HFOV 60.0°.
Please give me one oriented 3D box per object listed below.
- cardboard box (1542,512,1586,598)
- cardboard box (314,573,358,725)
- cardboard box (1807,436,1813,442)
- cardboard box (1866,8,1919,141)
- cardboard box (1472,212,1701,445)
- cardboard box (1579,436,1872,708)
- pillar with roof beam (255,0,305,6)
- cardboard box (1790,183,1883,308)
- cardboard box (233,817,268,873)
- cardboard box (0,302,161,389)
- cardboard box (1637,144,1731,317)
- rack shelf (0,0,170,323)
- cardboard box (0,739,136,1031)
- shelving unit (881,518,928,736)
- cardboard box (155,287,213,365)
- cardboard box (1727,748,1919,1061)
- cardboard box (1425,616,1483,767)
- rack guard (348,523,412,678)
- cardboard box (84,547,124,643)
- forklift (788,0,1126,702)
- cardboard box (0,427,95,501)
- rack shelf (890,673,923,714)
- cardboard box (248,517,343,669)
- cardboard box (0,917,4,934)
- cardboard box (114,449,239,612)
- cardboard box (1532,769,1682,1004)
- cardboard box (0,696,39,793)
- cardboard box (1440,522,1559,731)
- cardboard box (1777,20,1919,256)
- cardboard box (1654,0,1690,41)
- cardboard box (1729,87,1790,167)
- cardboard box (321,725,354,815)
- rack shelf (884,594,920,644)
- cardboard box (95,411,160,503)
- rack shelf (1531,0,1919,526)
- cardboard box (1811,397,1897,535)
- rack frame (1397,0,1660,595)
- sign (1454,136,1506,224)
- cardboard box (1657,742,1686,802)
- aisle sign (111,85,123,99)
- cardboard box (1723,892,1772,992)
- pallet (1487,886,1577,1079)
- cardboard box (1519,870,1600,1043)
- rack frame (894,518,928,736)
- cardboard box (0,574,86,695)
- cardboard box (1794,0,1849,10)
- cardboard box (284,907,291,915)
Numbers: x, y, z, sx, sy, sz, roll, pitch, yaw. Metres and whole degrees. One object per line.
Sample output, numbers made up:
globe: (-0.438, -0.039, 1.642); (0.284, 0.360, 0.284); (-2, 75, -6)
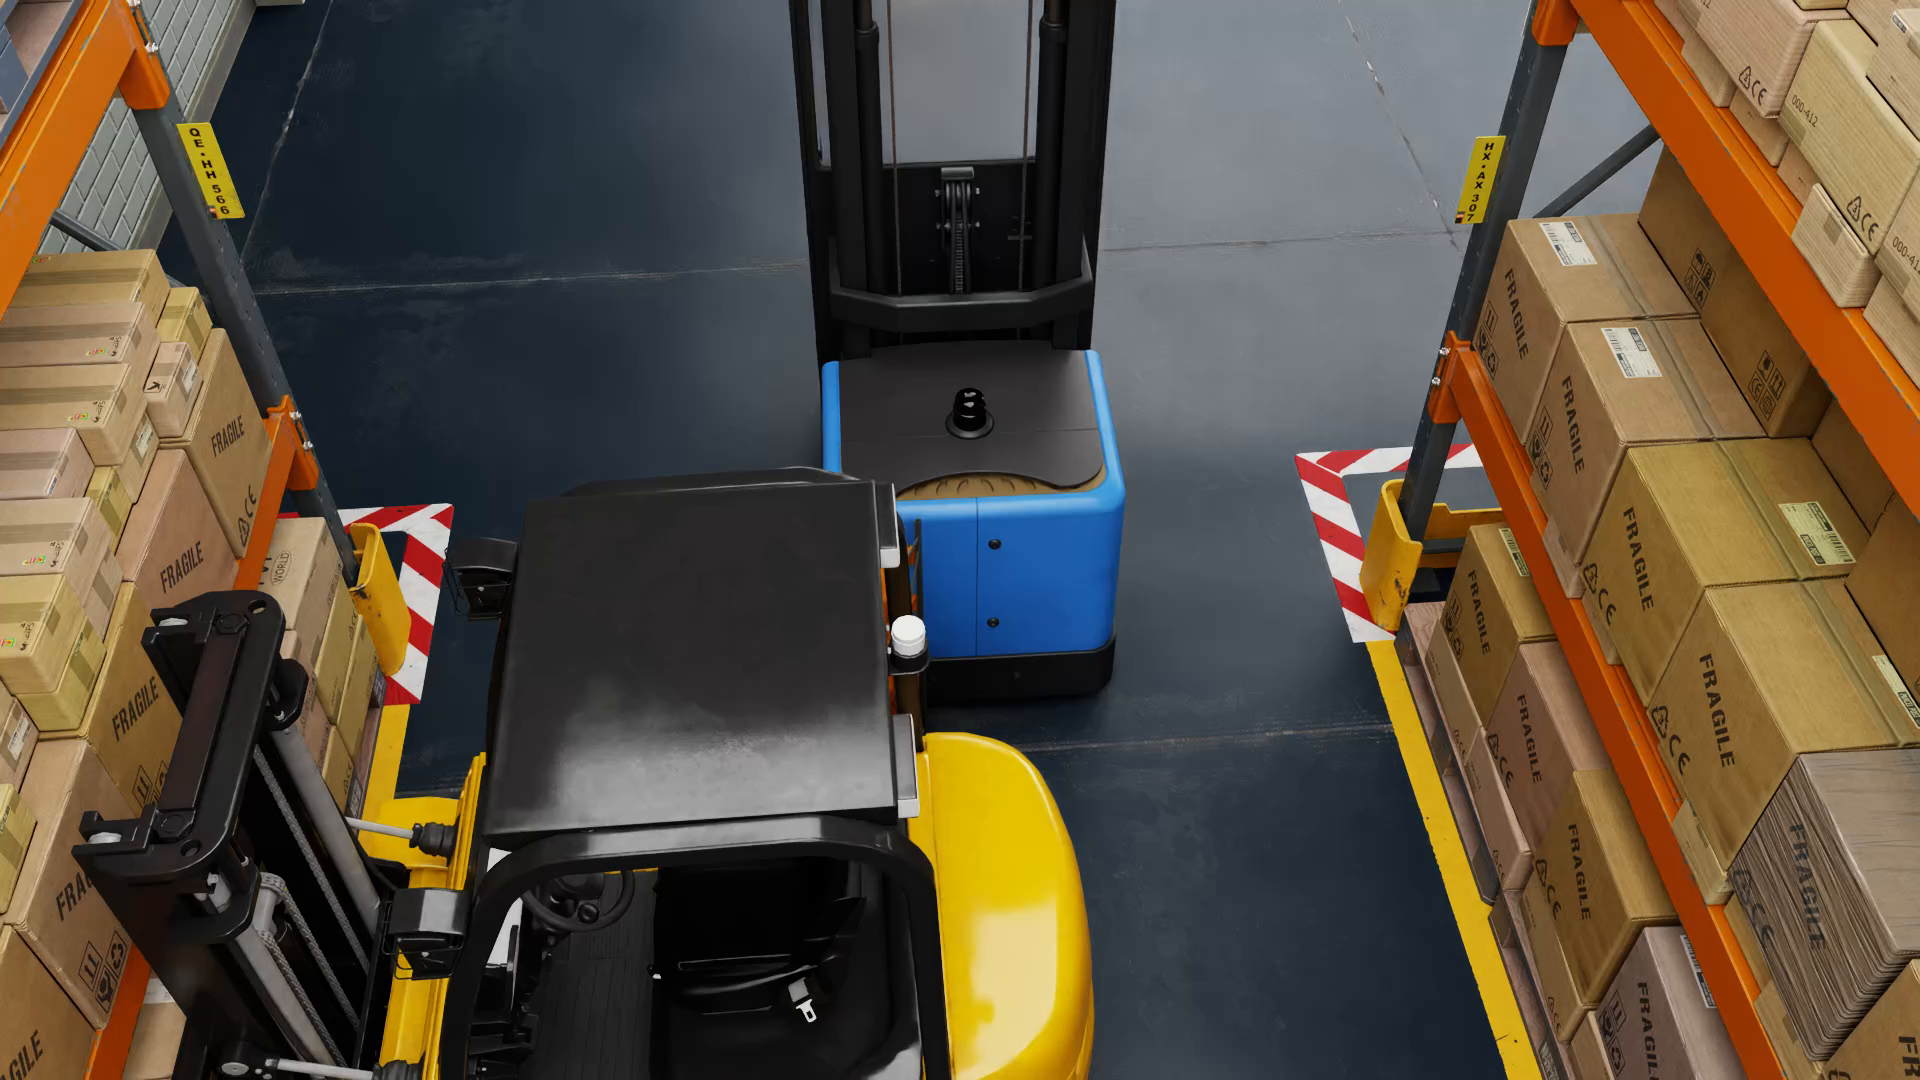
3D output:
cardboard box: (1.977, 0.027, 4.968); (0.380, 0.149, 0.250); (-3, 47, -3)
cardboard box: (-2.391, 0.384, 5.717); (0.500, 0.250, 0.500); (-4, 47, -4)
cardboard box: (2.560, -0.281, 4.813); (0.500, 0.500, 0.500); (-3, 47, -3)
cardboard box: (2.029, -0.913, 3.243); (0.380, 0.149, 0.250); (-2, 47, -2)
cardboard box: (1.966, -0.660, 5.172); (0.500, 0.500, 0.500); (-4, 47, -4)
cardboard box: (2.057, 0.083, 4.468); (0.500, 0.500, 0.500); (-4, 47, -4)
pillar with roof beam: (0.205, -6.685, 7.020); (9.100, 9.000, 0.400); (-3, 47, -3)
cardboard box: (2.019, -0.633, 3.527); (0.380, 0.149, 0.250); (-3, 47, -3)
cardboard box: (-2.293, 0.927, 4.859); (0.500, 0.250, 0.500); (-3, 47, -3)
cardboard box: (-2.451, -0.515, 4.588); (0.380, 0.149, 0.250); (-3, 47, -3)
cardboard box: (2.463, -1.007, 4.812); (0.700, 0.500, 0.500); (-5, 47, -4)
rack shelf: (-2.576, 0.085, 3.170); (1.077, 0.370, 4.000); (-3, 47, -3)
cardboard box: (-2.310, 0.837, 3.959); (0.500, 0.500, 0.500); (-3, 47, -3)
shelving unit: (-0.399, 0.357, 5.719); (0.503, 1.200, 0.258); (15, 49, 14)
cardboard box: (-2.435, -0.602, 4.875); (0.380, 0.149, 0.250); (-3, 47, -3)
cardboard box: (2.155, 0.821, 3.769); (0.500, 0.500, 0.500); (-2, 47, -2)
cardboard box: (1.995, 0.519, 5.934); (0.500, 0.250, 0.500); (-4, 47, -4)
rack guard: (-2.745, 0.264, 6.292); (1.175, 0.500, 0.348); (-3, 47, -3)
cardboard box: (-2.344, 0.143, 4.169); (0.380, 0.149, 0.250); (-5, 47, -5)
forklift: (-0.042, -1.460, 6.250); (1.130, 2.935, 3.031); (-3, 47, -3)
cardboard box: (-2.456, -0.143, 4.235); (0.380, 0.149, 0.250); (-3, 47, -3)
rack shelf: (-0.397, 0.538, 5.914); (0.480, 0.148, 0.258); (15, 49, 14)
cardboard box: (-2.394, 0.193, 5.553); (0.500, 0.250, 0.500); (-2, 47, -2)
cardboard box: (-2.251, 0.884, 3.468); (0.380, 0.149, 0.250); (-5, 47, -5)
cardboard box: (-2.406, 0.103, 4.654); (0.500, 0.500, 0.500); (-2, 47, -2)
cardboard box: (2.079, 1.020, 4.943); (0.500, 0.500, 0.500); (-3, 47, -3)
cardboard box: (-2.372, 0.511, 3.821); (0.380, 0.149, 0.250); (-4, 47, -4)
cardboard box: (1.997, 0.278, 5.645); (0.500, 0.500, 0.500); (-5, 47, -5)
cardboard box: (2.080, -0.847, 3.456); (0.500, 0.250, 0.500); (-2, 47, -2)
cardboard box: (2.018, -1.383, 4.238); (0.380, 0.149, 0.250); (-5, 47, -5)
cardboard box: (2.051, -1.012, 3.886); (0.380, 0.149, 0.250); (-4, 47, -4)
cardboard box: (-2.357, 0.904, 5.569); (0.500, 0.250, 0.500); (-3, 47, -3)
rack shelf: (-0.399, 0.251, 5.604); (0.480, 0.148, 0.258); (15, 49, 14)
cardboard box: (-2.423, -0.227, 4.520); (0.380, 0.149, 0.250); (-3, 47, -3)
rack shelf: (2.370, -0.220, 3.458); (1.077, 0.370, 4.000); (-3, 47, -3)
cardboard box: (2.643, -0.277, 4.121); (0.700, 0.500, 0.500); (-4, 47, -4)
rack frame: (2.203, -0.883, 5.656); (1.000, 3.000, 0.127); (-3, 47, -3)
sign: (1.662, -1.147, 5.311); (0.100, 0.325, 0.005); (-3, 47, -3)
cardboard box: (2.107, 0.592, 4.432); (0.380, 0.149, 0.250); (-5, 47, -4)
aisle sign: (-2.456, -1.537, 4.486); (0.394, 0.787, 0.004); (-3, 47, -3)
cardboard box: (2.127, 0.962, 4.082); (0.380, 0.149, 0.250); (-4, 47, -4)
pallet: (2.341, 1.602, 5.224); (1.003, 0.211, 1.213); (-3, 47, -3)
cardboard box: (2.088, 1.283, 5.210); (0.500, 0.250, 0.500); (-1, 47, -1)
rack frame: (-0.170, 0.420, 5.660); (0.015, 1.200, 0.240); (15, 49, 14)
cardboard box: (-2.296, 0.226, 3.886); (0.380, 0.149, 0.250); (-3, 47, -3)
cardboard box: (1.973, -1.280, 3.591); (0.380, 0.149, 0.250); (-4, 47, -3)
cardboard box: (-2.295, 1.120, 5.020); (0.500, 0.250, 0.500); (-4, 47, -4)
